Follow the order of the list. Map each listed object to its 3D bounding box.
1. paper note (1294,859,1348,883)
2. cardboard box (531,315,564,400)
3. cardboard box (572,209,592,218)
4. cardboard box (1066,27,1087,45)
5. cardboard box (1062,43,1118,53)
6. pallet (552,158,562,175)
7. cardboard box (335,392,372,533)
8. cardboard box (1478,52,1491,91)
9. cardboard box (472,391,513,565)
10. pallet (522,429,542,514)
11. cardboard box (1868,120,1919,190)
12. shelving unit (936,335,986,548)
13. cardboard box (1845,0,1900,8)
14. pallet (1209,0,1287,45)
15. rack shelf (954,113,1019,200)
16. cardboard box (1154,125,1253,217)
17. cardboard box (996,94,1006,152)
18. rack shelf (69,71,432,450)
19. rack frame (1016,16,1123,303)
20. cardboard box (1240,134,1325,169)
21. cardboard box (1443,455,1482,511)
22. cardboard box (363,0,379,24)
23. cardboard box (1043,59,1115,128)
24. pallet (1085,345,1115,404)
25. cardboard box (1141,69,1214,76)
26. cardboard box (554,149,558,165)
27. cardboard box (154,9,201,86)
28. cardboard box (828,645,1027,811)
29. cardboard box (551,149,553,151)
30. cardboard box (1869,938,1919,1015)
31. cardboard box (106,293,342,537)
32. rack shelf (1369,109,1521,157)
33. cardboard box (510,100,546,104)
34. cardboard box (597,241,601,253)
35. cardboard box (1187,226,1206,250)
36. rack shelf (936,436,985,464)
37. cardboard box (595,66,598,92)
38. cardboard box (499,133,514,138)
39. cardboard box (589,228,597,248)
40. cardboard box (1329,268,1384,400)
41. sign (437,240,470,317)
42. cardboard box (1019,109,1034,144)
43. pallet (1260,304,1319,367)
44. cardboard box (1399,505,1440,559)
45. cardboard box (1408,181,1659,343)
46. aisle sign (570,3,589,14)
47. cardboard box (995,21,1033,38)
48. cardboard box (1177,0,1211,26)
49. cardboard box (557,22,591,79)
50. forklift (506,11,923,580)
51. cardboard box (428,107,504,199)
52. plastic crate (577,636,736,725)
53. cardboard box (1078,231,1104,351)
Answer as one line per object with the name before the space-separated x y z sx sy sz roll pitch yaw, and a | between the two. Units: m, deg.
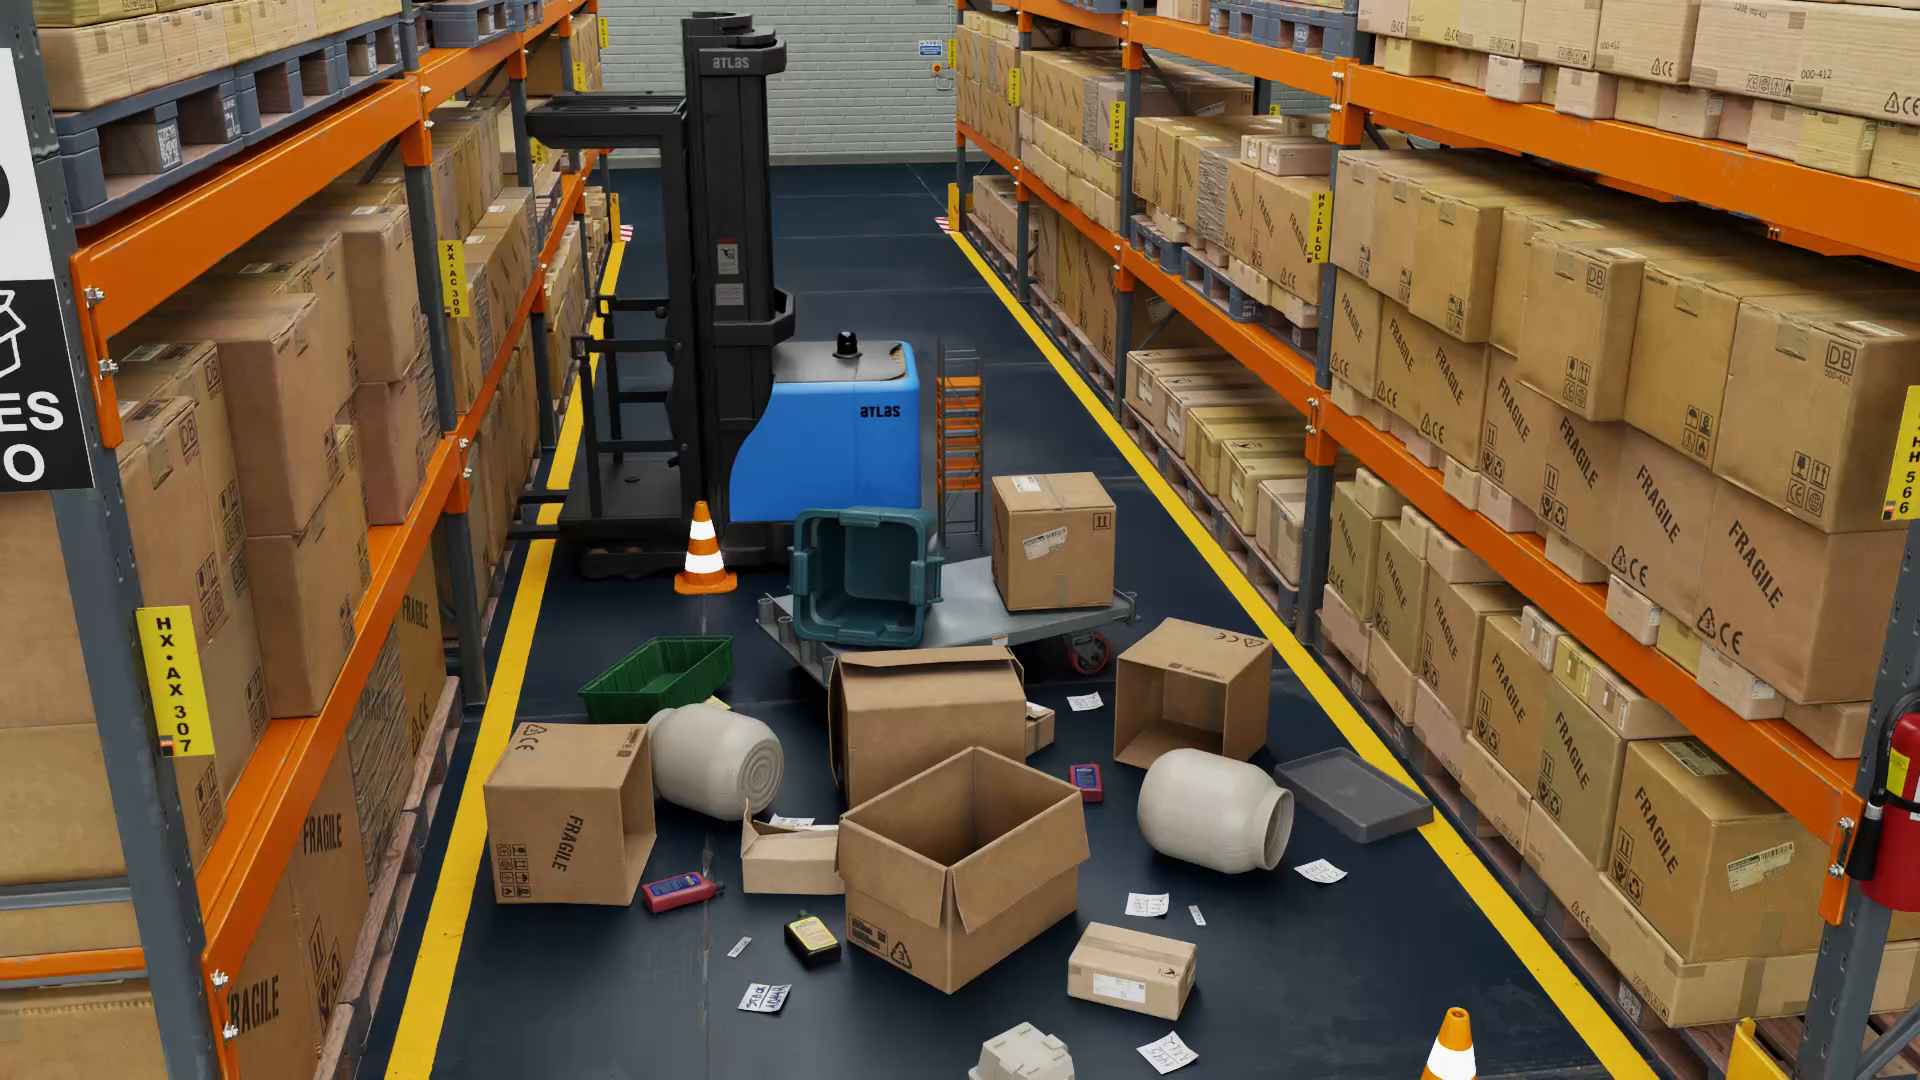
paper note | 1.371 1.255 6.313 0.142 0.019 0.148 -11 23 -26
cardboard box | -3.117 -1.301 11.883 0.500 0.500 0.500 -4 21 -10
cardboard box | -3.888 -3.214 16.658 0.380 0.149 0.250 -3 21 -7
cardboard box | 1.198 -4.716 15.557 0.380 0.149 0.250 -3 21 -7
cardboard box | 1.211 -4.379 15.581 0.500 0.500 0.500 -3 21 -7
pallet | -3.878 -3.040 13.843 1.003 0.211 1.213 -3 21 -8
cardboard box | -2.563 -0.193 5.731 0.875 0.550 0.550 -3 21 -8
cardboard box | 2.147 -1.728 6.129 0.380 0.149 0.250 -4 21 -9
cardboard box | -3.004 -0.319 8.900 1.050 0.750 0.750 -3 21 -8
pallet | -3.228 -0.434 10.576 1.003 0.211 1.213 -3 21 -8
cardboard box | 2.442 -0.929 3.988 0.380 0.149 0.250 -3 21 -8
shelving unit | 0.002 -0.557 9.493 0.258 1.200 0.189 -3 21 -8
cardboard box | 2.430 -1.386 4.073 0.380 0.149 0.250 -3 21 -7
pallet | 2.057 -2.812 8.939 1.213 0.211 1.003 -3 21 -8
rack shelf | 0.752 -4.042 17.279 1.077 0.370 4.000 -3 21 -8
cardboard box | 1.534 -2.337 10.518 0.500 0.500 0.500 -2 21 -5
cardboard box | 0.640 -4.059 16.154 0.500 0.500 0.500 -3 21 -9
rack shelf | -2.402 -1.008 4.868 1.077 0.370 4.000 -3 21 -8
rack frame | 1.040 -3.687 15.300 1.000 3.000 0.127 -3 21 -8
cardboard box | 1.728 -2.084 8.913 0.380 0.149 0.250 -4 21 -10
cardboard box | 2.096 -0.230 6.405 0.380 0.149 0.250 -3 21 -7
cardboard box | -2.246 -1.876 5.782 0.380 0.149 0.250 -3 21 -7
cardboard box | 0.989 -3.686 13.727 0.500 0.500 0.500 -3 21 -9
pallet | 1.577 -1.272 12.820 1.003 0.211 1.213 -3 21 -8
cardboard box | 1.647 -3.351 12.829 0.500 0.500 0.500 -2 21 -6
cardboard box | -3.519 -3.177 13.694 0.380 0.149 0.250 -3 21 -8
cardboard box | -1.919 -1.088 3.671 0.380 0.149 0.250 -3 21 -8
cardboard box | -0.132 0.770 6.741 0.797 0.637 0.503 -3 21 -8
cardboard box | -3.475 -3.221 13.386 0.380 0.149 0.250 -4 21 -10
cardboard box | 2.927 1.266 5.368 0.500 0.250 0.500 -3 21 -8
cardboard box | -2.246 -0.340 4.582 0.875 0.550 0.550 -3 21 -8
rack shelf | 5.663 -4.294 17.953 1.077 0.370 4.000 -3 21 -8
cardboard box | -3.593 -3.631 14.058 0.380 0.149 0.250 -2 21 -5
cardboard box | -3.881 -3.031 17.018 0.380 0.149 0.250 -3 21 -7
cardboard box | 1.612 -1.886 10.238 0.380 0.149 0.250 -2 21 -5
rack shelf | 0.002 -0.515 9.508 0.258 0.103 0.180 -3 21 -8
cardboard box | -4.032 -4.652 17.316 0.500 0.500 0.500 -3 21 -9
cardboard box | -3.252 -2.814 11.873 0.380 0.149 0.250 -4 21 -10
cardboard box | -3.802 -2.990 16.485 0.380 0.149 0.250 -3 21 -8
cardboard box | 1.981 -0.936 7.368 0.500 0.500 0.500 -3 21 -8
sign | -2.142 -1.103 7.032 0.100 0.325 0.005 -3 21 -8
cardboard box | 0.824 -3.684 14.792 0.500 0.250 0.500 -4 21 -9
pallet | 2.227 -1.099 8.645 1.003 0.211 1.213 -3 21 -8
cardboard box | 2.046 -0.038 6.863 0.380 0.149 0.250 -2 21 -6
cardboard box | 2.140 -1.055 6.256 0.700 0.500 0.500 -3 21 -9
aisle sign | -4.134 -6.045 17.899 0.394 0.787 0.004 -3 21 -8
cardboard box | 0.559 -5.042 16.430 0.380 0.149 0.250 -3 21 -9
cardboard box | 1.743 -3.425 10.169 0.700 0.500 0.500 -3 21 -8
cardboard box | -3.872 -4.758 16.170 0.500 0.500 0.500 -4 21 -10
forklift | -1.746 -1.347 9.135 3.031 2.935 1.130 -1 21 -4
cardboard box | -3.212 -2.376 10.219 0.700 0.500 0.500 -3 21 -8
plastic crate | -1.369 0.652 7.619 0.450 0.188 0.662 -2 18 24
cardboard box | 1.475 -2.055 13.369 0.875 0.875 0.875 -3 21 -7
